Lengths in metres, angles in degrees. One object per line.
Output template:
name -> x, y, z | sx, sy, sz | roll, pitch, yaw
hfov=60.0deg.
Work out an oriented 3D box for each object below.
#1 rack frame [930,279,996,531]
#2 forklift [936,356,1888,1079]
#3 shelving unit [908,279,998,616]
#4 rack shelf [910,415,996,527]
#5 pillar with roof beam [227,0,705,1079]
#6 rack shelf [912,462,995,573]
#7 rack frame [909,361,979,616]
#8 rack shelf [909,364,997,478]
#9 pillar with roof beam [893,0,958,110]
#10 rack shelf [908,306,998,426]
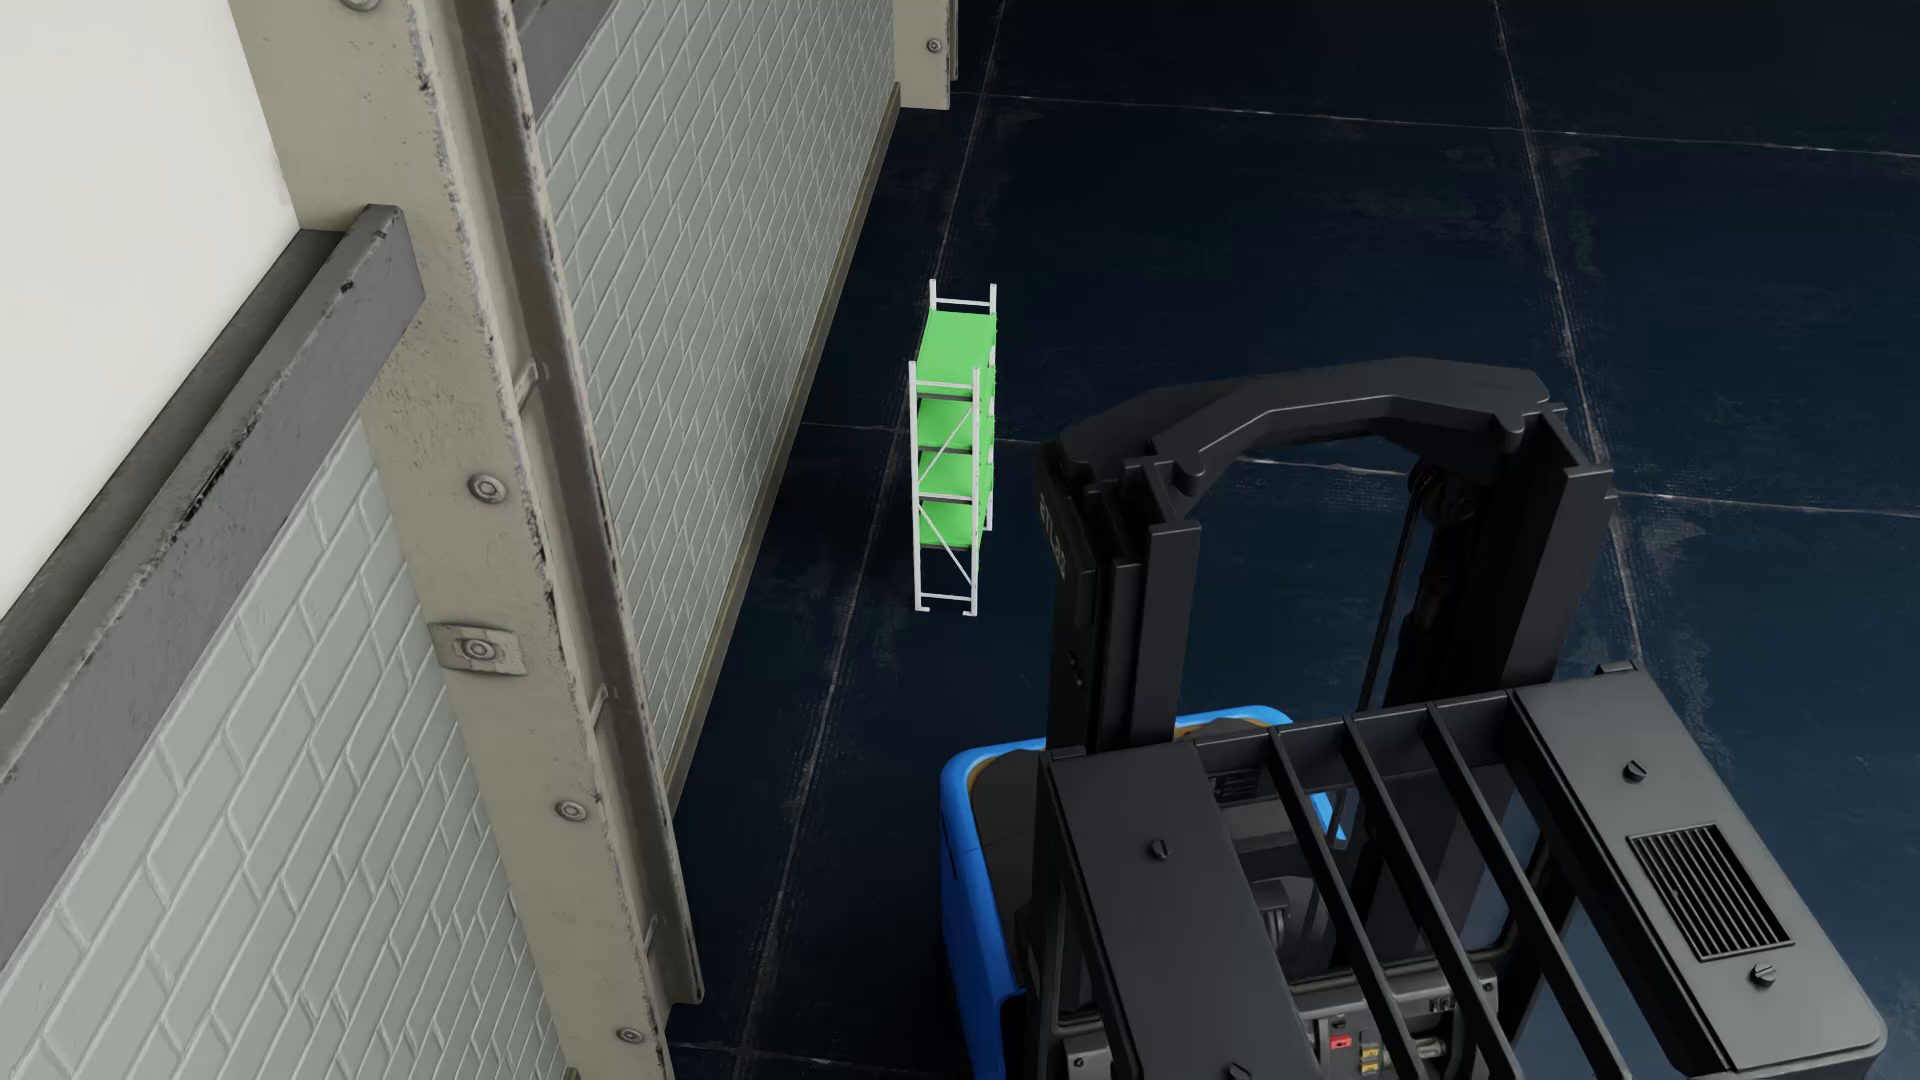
rack frame -> 0.010, -0.489, 6.394 | 0.240, 1.200, 0.015 | 5, 44, 6
forklift -> 0.720, 1.230, 3.319 | 1.130, 2.935, 3.031 | -8, 44, -8
shelving unit -> -0.022, -0.323, 6.218 | 0.258, 1.200, 0.503 | 5, 44, 6
rack shelf -> -0.022, -0.276, 6.262 | 0.258, 0.148, 0.480 | 5, 44, 6
pillar with roof beam -> 3.284, -1.338, 1.618 | 9.100, 9.000, 0.400 | 5, 44, 6
rack shelf -> -0.022, -0.102, 6.427 | 0.258, 0.148, 0.480 | 5, 44, 6
rack frame -> -0.054, -0.157, 6.043 | 0.240, 1.200, 0.015 | 5, 44, 6
rack shelf -> -0.022, -0.451, 6.097 | 0.258, 0.148, 0.480 | 5, 44, 6
pillar with roof beam -> 4.077, -5.427, 5.937 | 9.100, 9.000, 0.400 | 5, 44, 6
rack shelf -> -0.022, -0.625, 5.932 | 0.258, 0.148, 0.480 | 5, 44, 6
